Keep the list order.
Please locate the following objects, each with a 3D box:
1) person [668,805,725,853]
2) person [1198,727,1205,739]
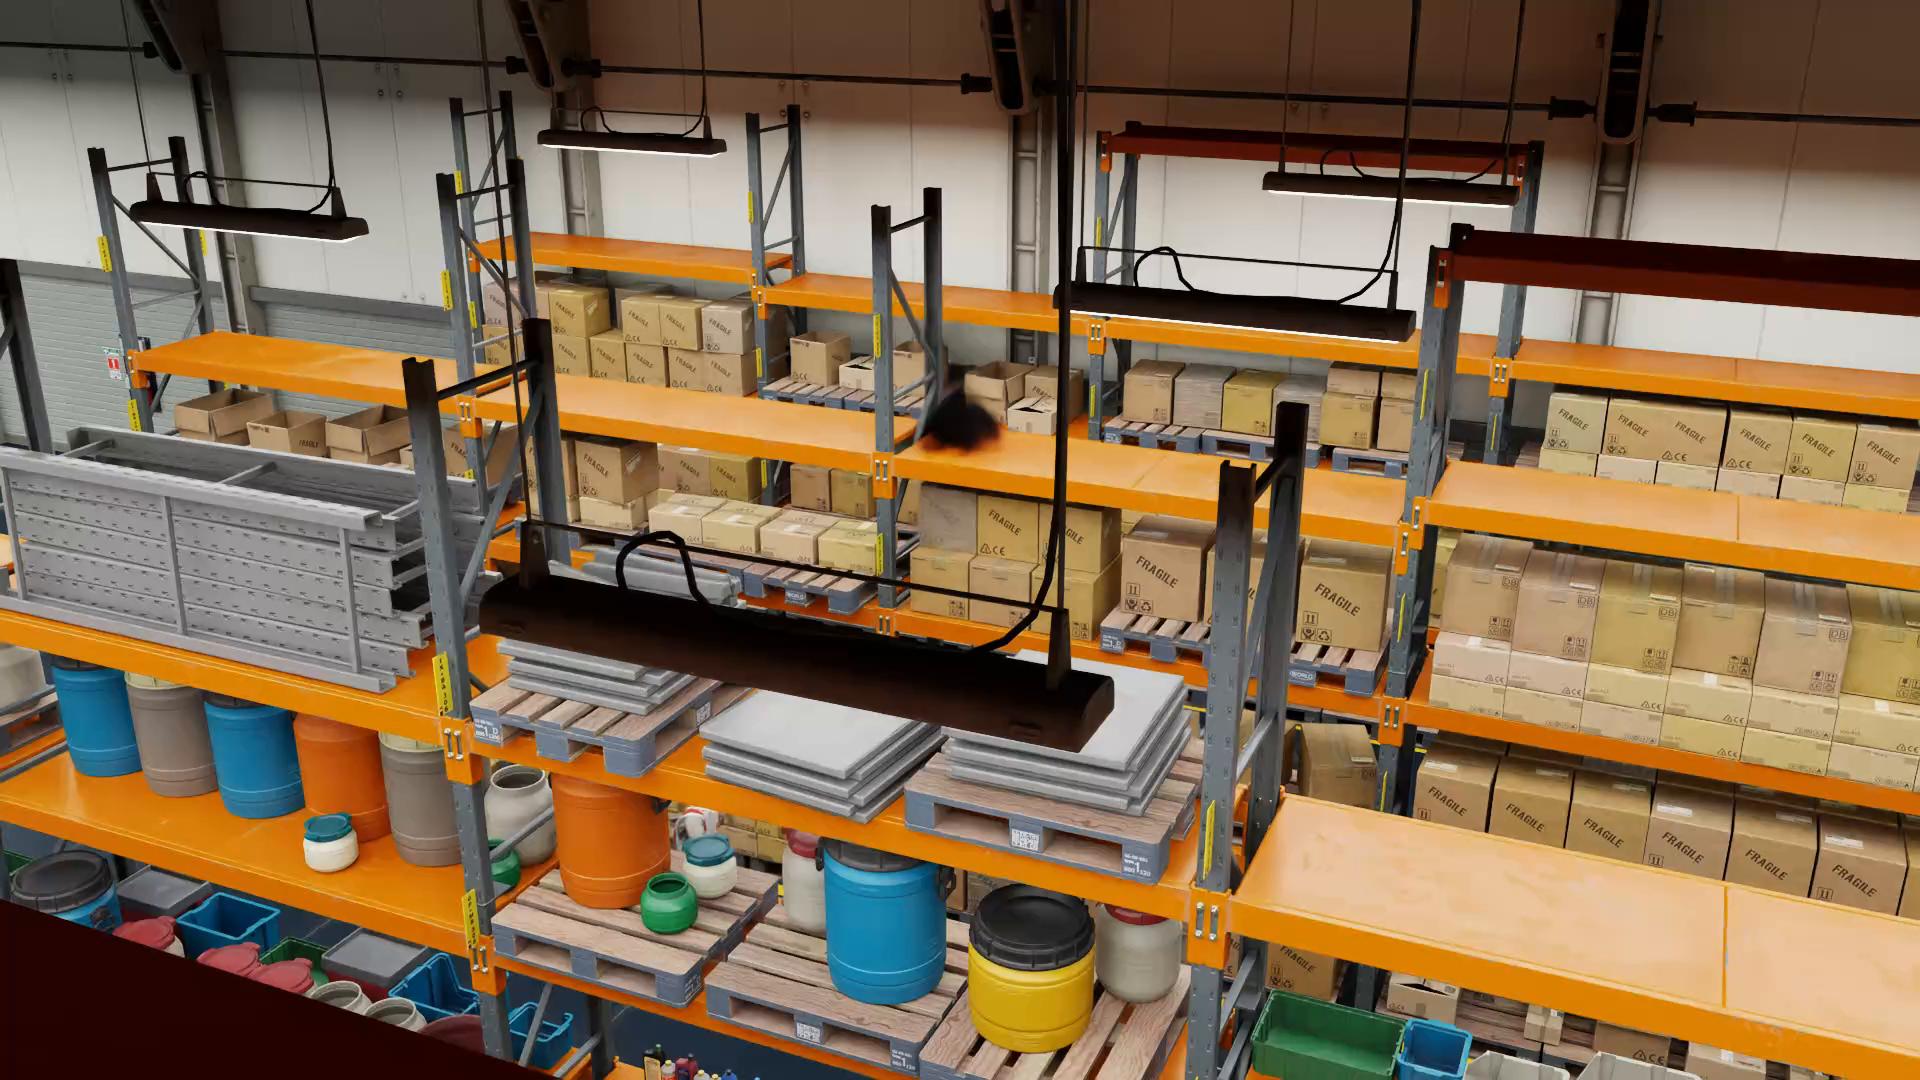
[{"bbox_3d":[-2.066,2.595,13.133,0.955,1.778,0.652,8,22,21],"label":"person"},{"bbox_3d":[1.980,1.464,16.569,0.954,1.639,0.642,2,21,5],"label":"person"}]
